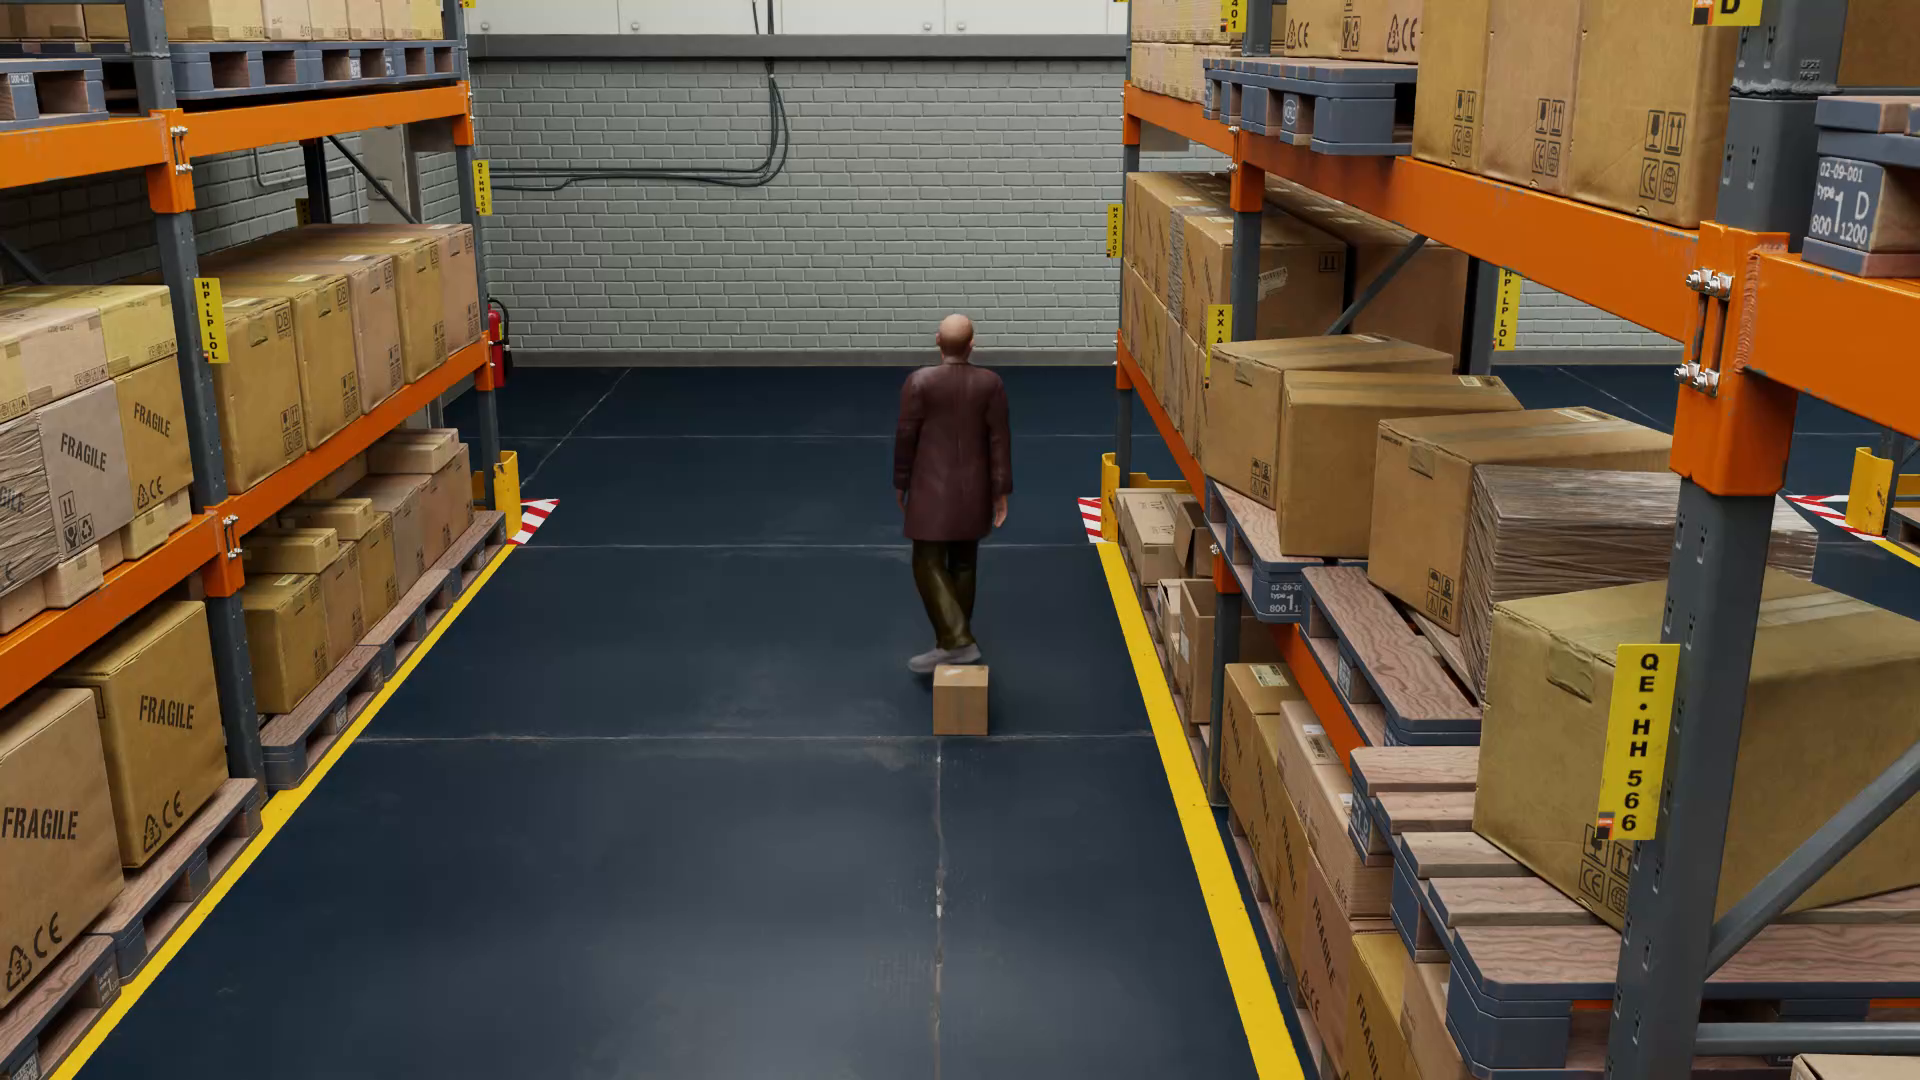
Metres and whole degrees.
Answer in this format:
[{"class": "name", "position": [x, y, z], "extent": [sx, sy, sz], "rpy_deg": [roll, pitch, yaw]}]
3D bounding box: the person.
[{"class": "person", "position": [-0.026, -0.220, 8.278], "extent": [0.607, 1.774, 0.699], "rpy_deg": [-6, 18, -19]}]
